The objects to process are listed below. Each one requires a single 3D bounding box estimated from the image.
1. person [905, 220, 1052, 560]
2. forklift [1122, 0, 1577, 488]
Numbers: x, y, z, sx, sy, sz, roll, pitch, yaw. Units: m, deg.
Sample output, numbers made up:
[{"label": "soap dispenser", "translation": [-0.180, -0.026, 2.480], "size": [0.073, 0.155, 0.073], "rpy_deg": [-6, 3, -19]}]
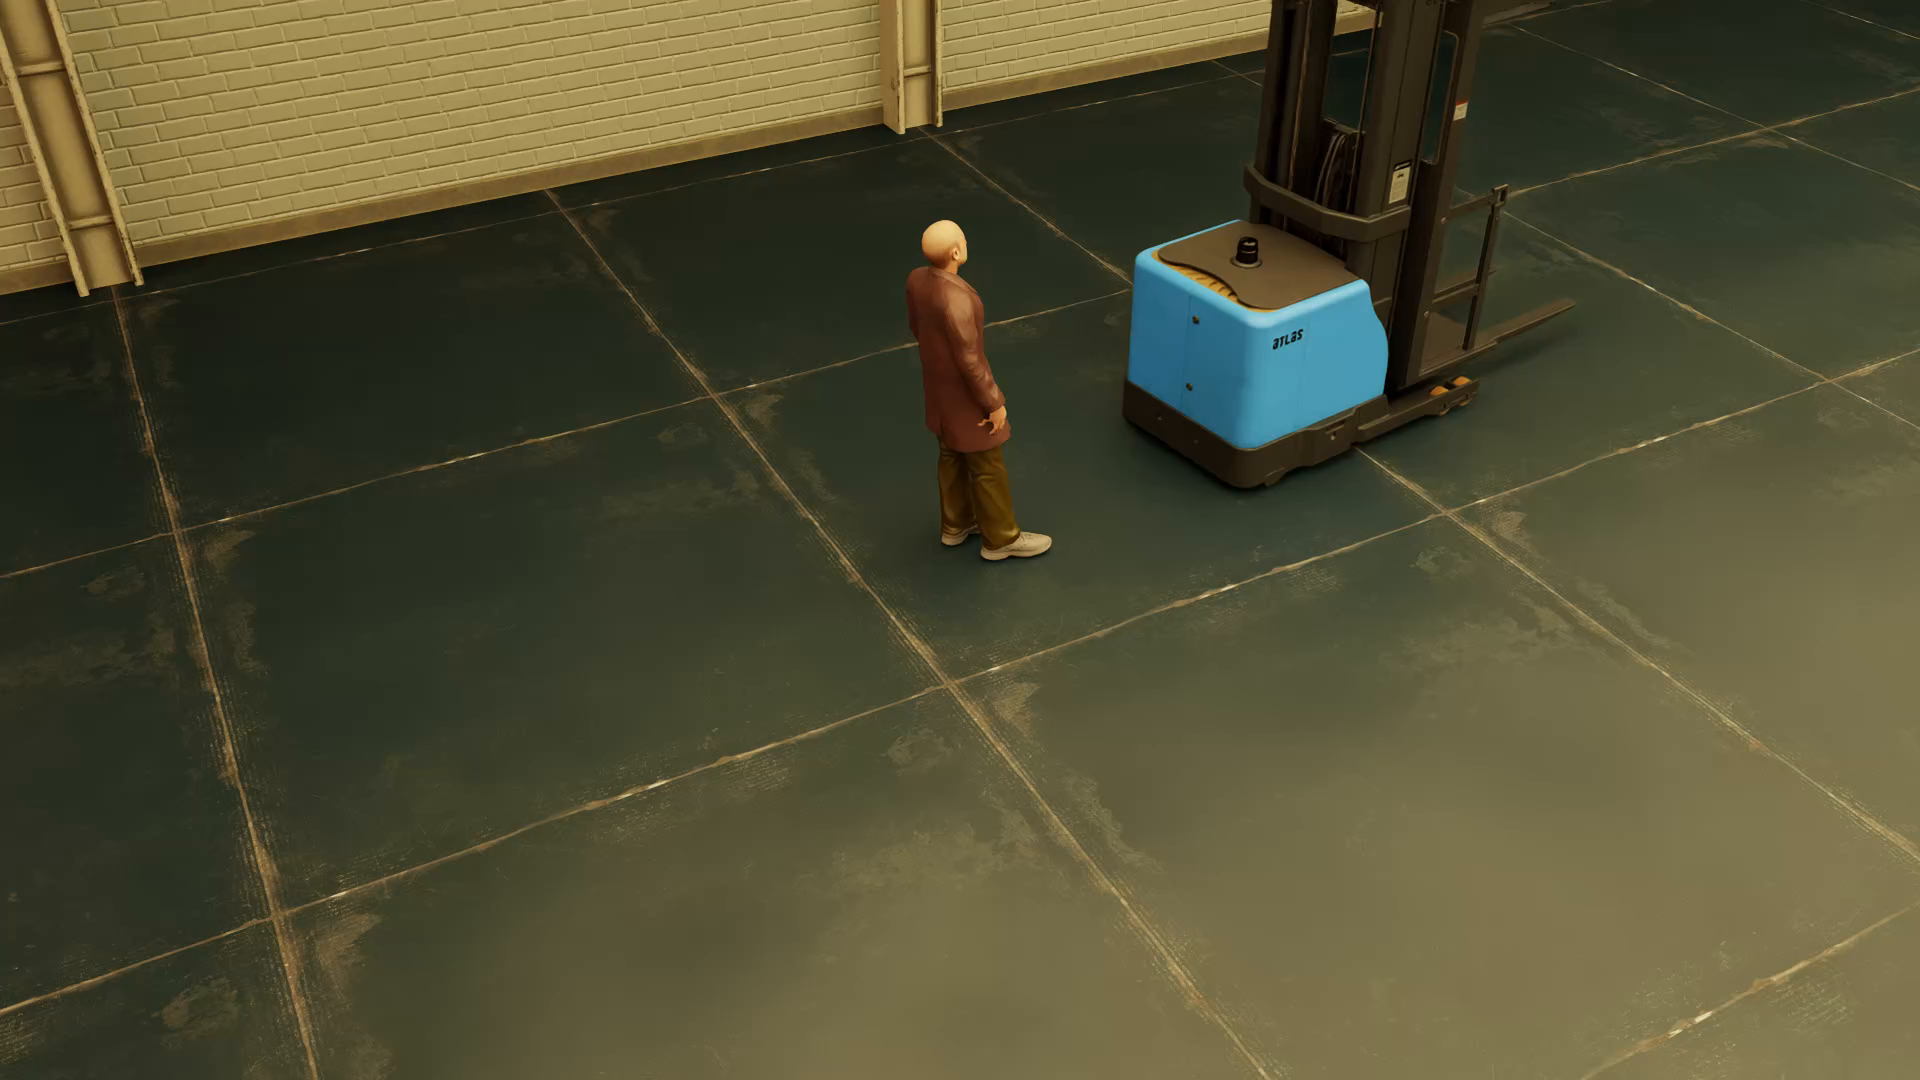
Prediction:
[{"label": "person", "translation": [0.083, -0.755, 8.178], "size": [0.579, 1.778, 0.696], "rpy_deg": [-17, 39, -23]}, {"label": "forklift", "translation": [2.429, -2.148, 9.162], "size": [3.031, 2.935, 1.130], "rpy_deg": [-22, 41, -28]}]
